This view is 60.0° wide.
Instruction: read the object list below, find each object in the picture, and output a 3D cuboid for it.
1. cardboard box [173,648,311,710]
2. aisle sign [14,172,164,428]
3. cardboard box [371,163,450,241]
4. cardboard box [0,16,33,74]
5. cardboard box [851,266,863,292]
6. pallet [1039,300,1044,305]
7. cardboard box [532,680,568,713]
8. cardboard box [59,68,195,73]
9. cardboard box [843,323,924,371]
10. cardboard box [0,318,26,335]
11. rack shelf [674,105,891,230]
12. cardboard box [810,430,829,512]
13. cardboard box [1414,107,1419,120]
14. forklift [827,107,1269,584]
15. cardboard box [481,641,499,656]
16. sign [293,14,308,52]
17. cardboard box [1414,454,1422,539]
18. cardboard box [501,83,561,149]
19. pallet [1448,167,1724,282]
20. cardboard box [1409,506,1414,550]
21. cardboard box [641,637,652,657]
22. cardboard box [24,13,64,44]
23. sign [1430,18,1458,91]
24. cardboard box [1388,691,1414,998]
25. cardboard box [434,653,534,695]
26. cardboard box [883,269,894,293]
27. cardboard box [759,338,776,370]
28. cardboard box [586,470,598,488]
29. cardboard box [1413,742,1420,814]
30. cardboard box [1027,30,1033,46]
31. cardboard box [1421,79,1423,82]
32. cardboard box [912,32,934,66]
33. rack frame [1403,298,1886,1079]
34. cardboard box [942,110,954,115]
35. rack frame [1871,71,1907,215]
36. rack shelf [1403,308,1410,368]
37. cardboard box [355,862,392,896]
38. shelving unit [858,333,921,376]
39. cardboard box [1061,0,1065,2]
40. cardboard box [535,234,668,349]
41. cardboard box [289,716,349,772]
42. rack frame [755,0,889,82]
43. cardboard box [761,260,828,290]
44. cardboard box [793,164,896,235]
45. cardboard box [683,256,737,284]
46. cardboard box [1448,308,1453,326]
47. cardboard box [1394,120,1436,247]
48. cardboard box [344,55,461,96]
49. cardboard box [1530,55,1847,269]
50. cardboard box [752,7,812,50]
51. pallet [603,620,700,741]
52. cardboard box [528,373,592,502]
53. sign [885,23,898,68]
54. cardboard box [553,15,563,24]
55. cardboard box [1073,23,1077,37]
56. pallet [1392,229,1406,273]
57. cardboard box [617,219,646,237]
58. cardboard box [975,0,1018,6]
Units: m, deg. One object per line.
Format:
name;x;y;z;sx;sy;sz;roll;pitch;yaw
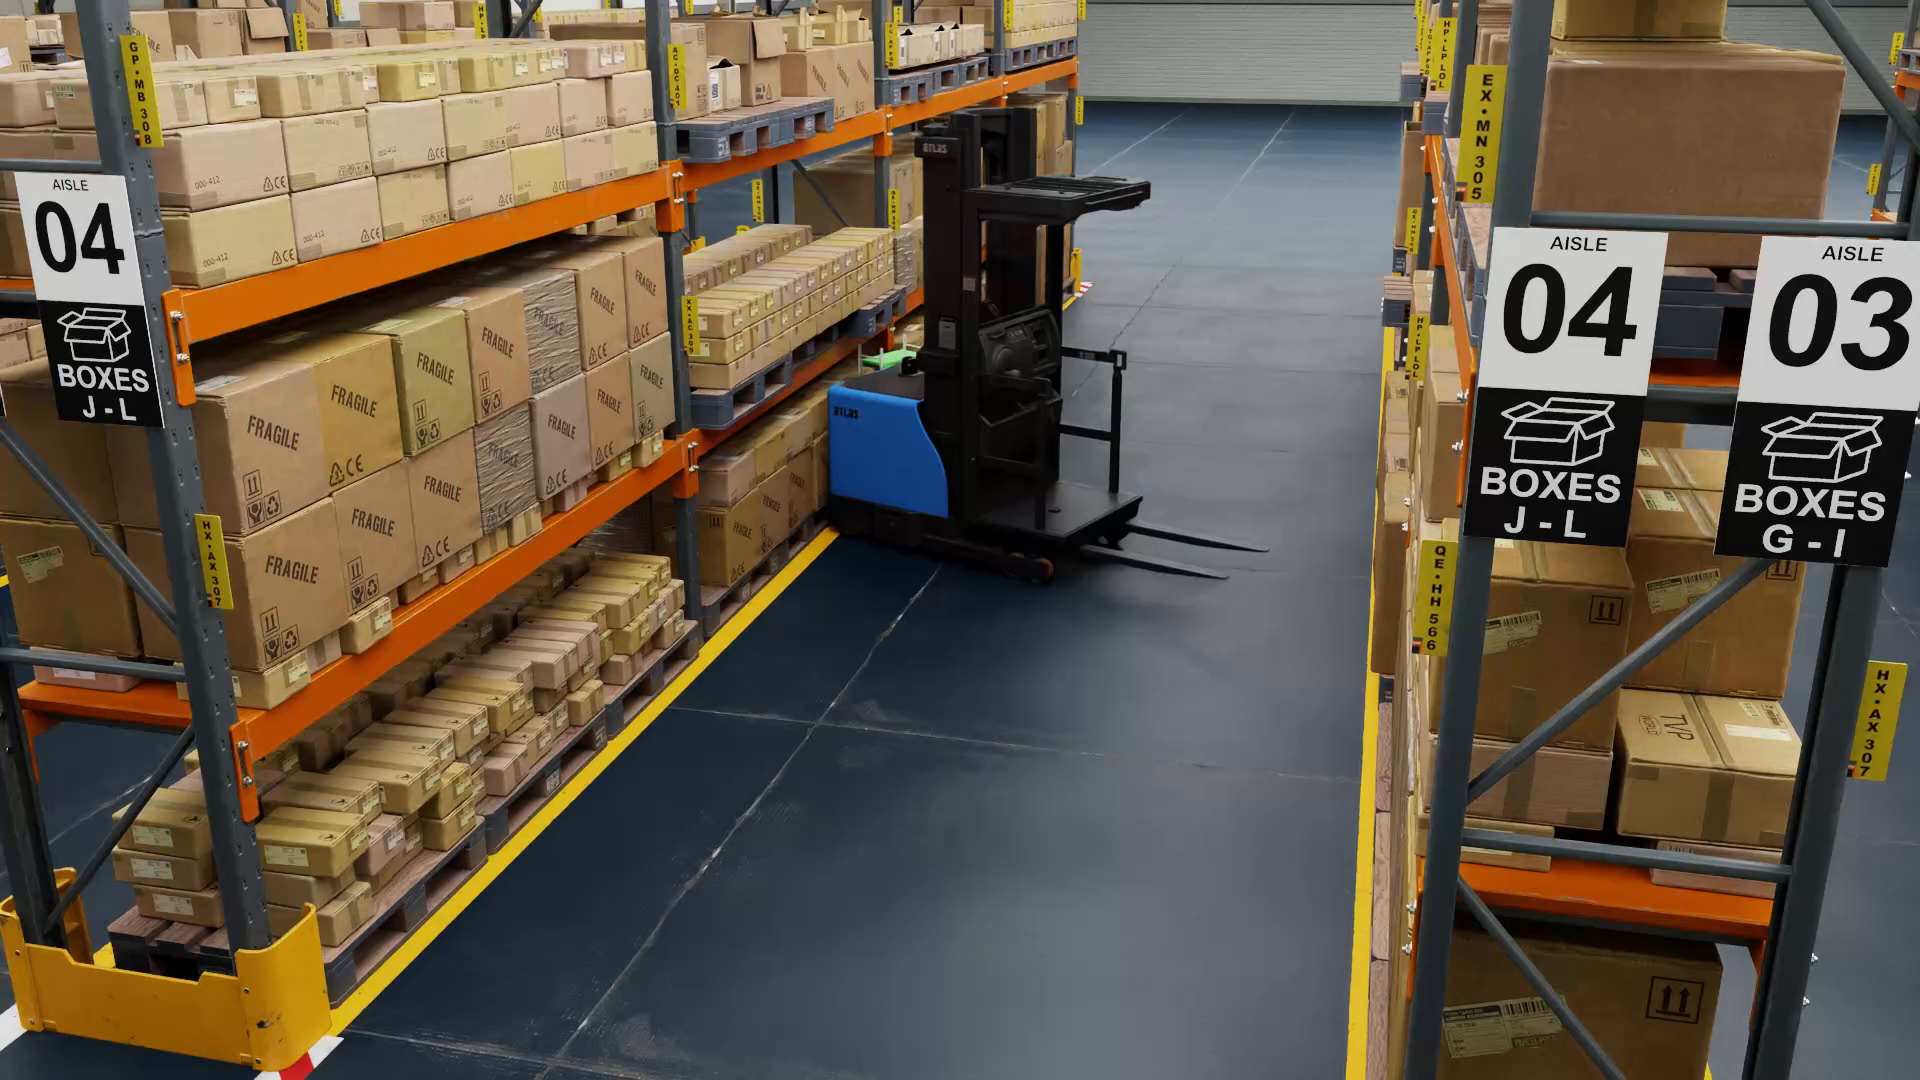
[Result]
cardboard box;-2.596;0.483;6.021;0.380;0.149;0.250;4;19;13
aisle sign;-2.720;-0.744;5.202;0.394;0.787;0.004;5;19;13
cardboard box;-2.390;-1.356;6.609;0.500;0.250;0.500;4;19;12
cardboard box;-6.344;-3.092;10.654;0.500;0.500;0.500;4;19;12
cardboard box;-0.905;-1.852;11.749;0.380;0.149;0.250;5;19;14
pallet;0.496;-2.617;19.024;1.003;0.211;1.213;5;19;13
cardboard box;-2.172;0.725;8.224;0.380;0.149;0.250;4;19;11
cardboard box;-2.980;-1.611;5.965;0.380;0.149;0.250;4;19;12
cardboard box;-0.803;-1.385;13.934;1.050;0.750;0.750;4;19;13
cardboard box;-6.460;-1.454;10.763;0.500;0.250;0.500;4;19;12
rack shelf;-1.527;-2.520;10.896;1.077;0.370;4.000;5;19;13
cardboard box;-1.190;-0.527;11.807;0.500;0.500;0.500;4;19;11
cardboard box;4.936;-4.192;17.157;0.500;0.500;0.500;5;19;13
forklift;0.573;-1.297;10.951;3.031;2.935;1.130;12;22;32
cardboard box;-2.573;0.619;8.537;0.380;0.149;0.250;6;20;16
sign;-5.327;-4.082;13.435;0.100;0.325;0.005;5;19;13
cardboard box;2.274;-0.178;7.340;0.500;0.250;0.500;5;19;13
cardboard box;-2.144;-1.908;7.451;0.500;0.250;0.500;5;20;16
pallet;2.259;-1.131;5.855;1.003;0.211;1.213;5;19;13
cardboard box;2.246;-0.040;7.553;0.380;0.149;0.250;5;20;15
cardboard box;-1.926;0.561;9.165;0.380;0.149;0.250;5;20;15
cardboard box;-9.641;-5.449;17.692;0.500;0.311;0.500;4;19;12
sign;2.240;-2.243;7.687;0.100;0.325;0.005;5;19;13
cardboard box;2.093;1.178;6.236;0.875;0.875;0.875;5;19;13
cardboard box;-2.265;0.671;7.923;0.380;0.149;0.250;5;19;14
cardboard box;-0.714;-1.956;12.514;0.380;0.149;0.250;5;19;14
cardboard box;-1.347;-1.146;10.142;0.380;0.149;0.250;5;19;14
cardboard box;-2.069;-0.343;8.440;0.380;0.149;0.250;4;19;12
cardboard box;1.621;0.763;5.202;0.380;0.149;0.250;5;19;14
cardboard box;0.542;-5.193;17.194;0.380;0.149;0.250;4;19;13
cardboard box;4.582;-4.410;15.549;0.500;0.250;0.500;5;20;15
cardboard box;-0.526;-4.029;13.628;0.500;0.250;0.500;5;20;15
rack frame;1.792;0.863;4.519;1.000;3.000;0.127;5;19;13
cardboard box;0.084;-4.198;17.434;0.875;0.550;0.550;5;19;13
rack frame;10.504;-3.760;18.056;1.000;3.000;0.127;5;19;13
rack shelf;4.235;-1.931;13.812;1.077;0.370;4.000;5;19;13
cardboard box;-2.570;1.363;6.818;0.380;0.149;0.250;5;19;13
shelving unit;-0.496;-0.907;12.486;0.258;1.200;0.503;15;24;38
cardboard box;0.976;-6.127;18.694;0.380;0.149;0.250;5;19;14
cardboard box;-1.869;-1.306;8.710;0.500;0.500;0.500;4;19;11
cardboard box;-2.928;0.881;7.307;0.380;0.149;0.250;4;19;11
rack frame;-1.039;-4.906;12.130;1.000;3.000;0.127;5;19;13
cardboard box;-1.096;-1.752;10.996;0.380;0.149;0.250;5;20;15
cardboard box;-0.919;-2.728;13.332;0.700;0.500;0.500;5;19;13
cardboard box;-1.724;-1.809;11.163;0.380;0.149;0.250;4;19;13
cardboard box;2.917;-1.113;8.600;0.797;0.503;0.637;4;19;12
cardboard box;4.394;-3.143;14.669;1.000;1.000;1.000;5;19;14
cardboard box;-2.285;-1.902;6.816;0.380;0.149;0.250;5;20;15
cardboard box;1.867;-1.017;4.424;0.700;0.500;0.500;3;19;10
cardboard box;-1.180;-3.344;10.859;0.396;0.266;0.258;5;19;13
pallet;-2.146;0.719;9.256;1.003;0.211;1.213;5;19;13
cardboard box;-2.111;-0.509;7.924;0.500;0.500;0.500;5;19;13
sign;-0.513;-3.688;12.404;0.100;0.325;0.005;5;19;13
cardboard box;-4.457;-5.515;17.708;0.380;0.149;0.250;5;20;15
cardboard box;1.163;-5.991;19.529;0.380;0.149;0.250;5;19;13
pallet;4.396;-2.579;14.894;1.003;0.211;1.213;5;19;13
cardboard box;-4.106;-3.593;20.012;0.500;0.500;0.500;4;19;12
cardboard box;0.357;-5.332;16.369;0.380;0.149;0.250;5;19;14
